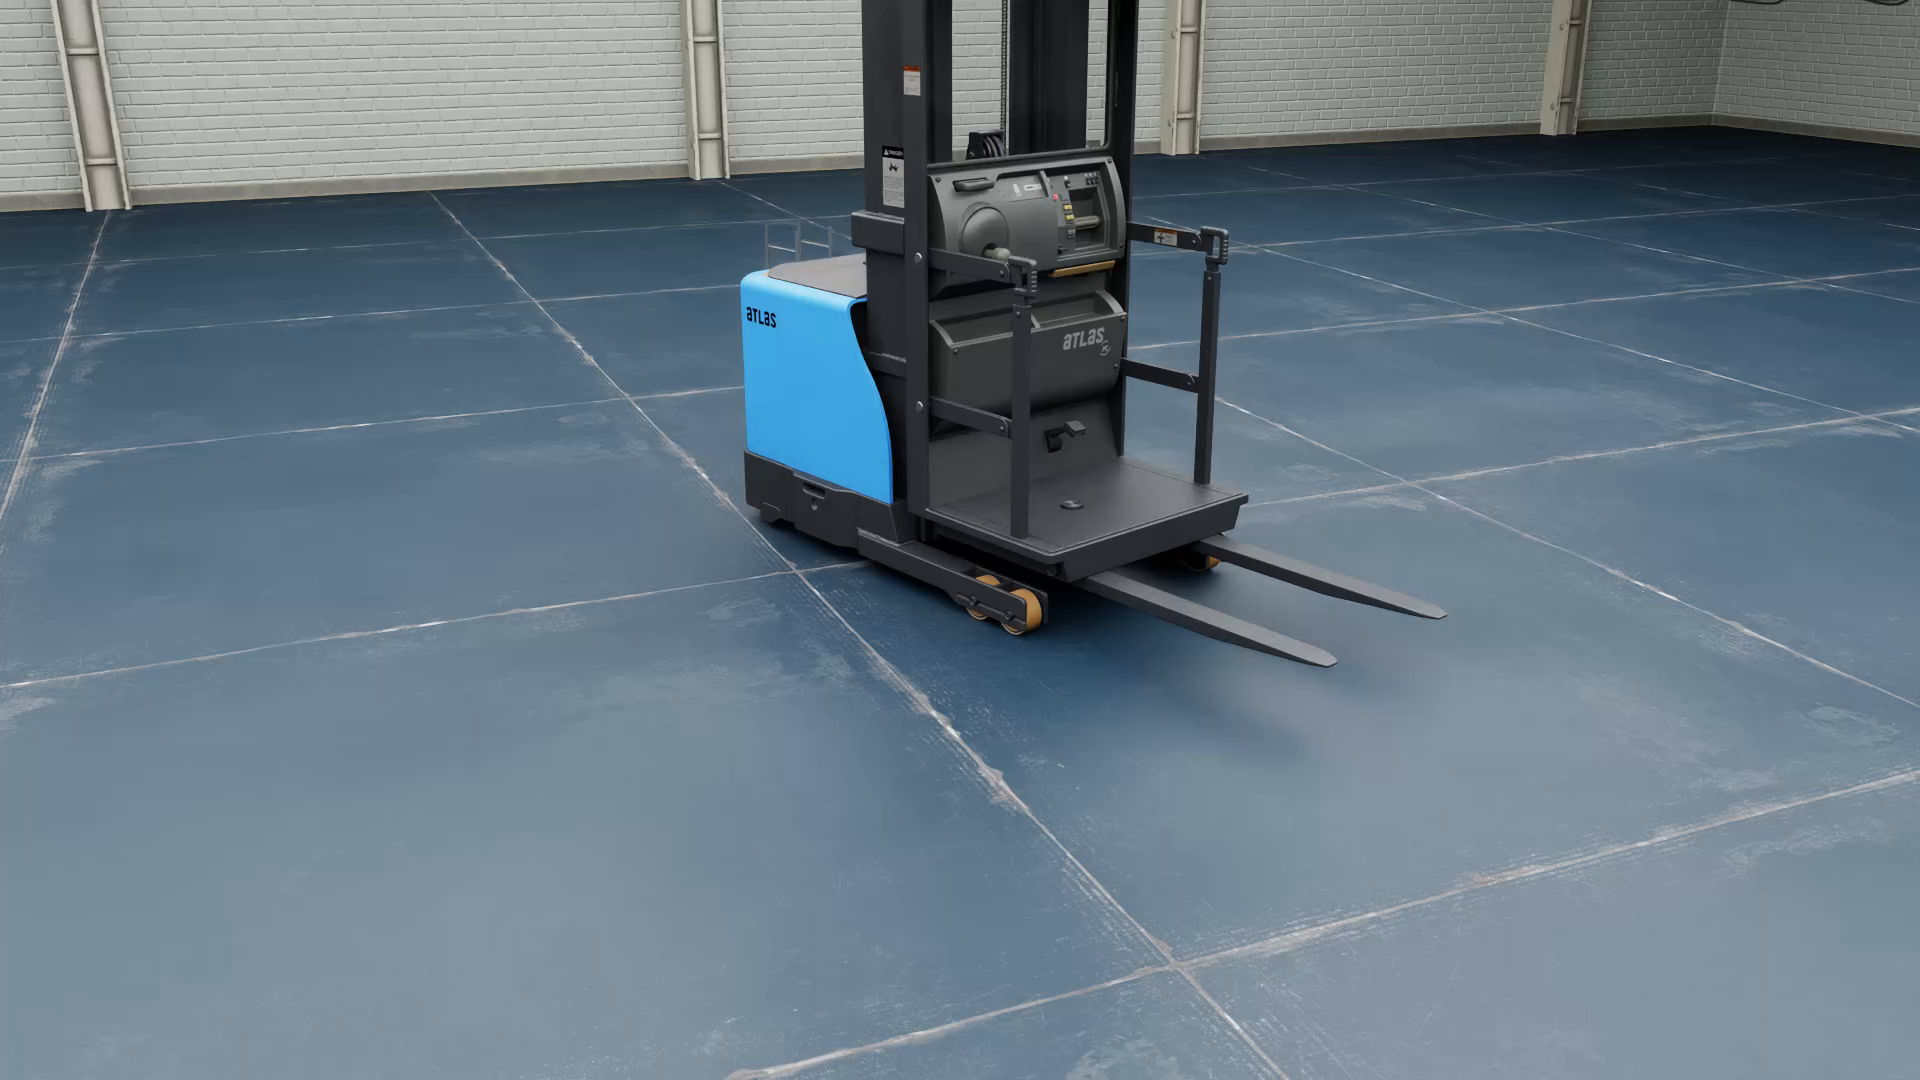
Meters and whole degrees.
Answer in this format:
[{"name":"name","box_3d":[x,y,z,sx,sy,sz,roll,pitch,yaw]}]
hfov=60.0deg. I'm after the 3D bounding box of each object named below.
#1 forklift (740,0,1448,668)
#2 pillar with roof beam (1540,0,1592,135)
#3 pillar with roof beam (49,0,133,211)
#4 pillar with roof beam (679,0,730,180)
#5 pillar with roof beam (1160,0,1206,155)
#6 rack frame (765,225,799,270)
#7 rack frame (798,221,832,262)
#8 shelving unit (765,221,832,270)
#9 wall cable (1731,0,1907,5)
[{"name":"forklift","box_3d":[0.409,-1.227,6.093,1.130,2.935,3.031,-16,25,-38]},{"name":"pillar with roof beam","box_3d":[9.942,-8.535,17.712,0.400,9.000,9.100,-8,21,-22]},{"name":"pillar with roof beam","box_3d":[-6.586,-6.167,10.987,0.400,9.000,9.100,-8,21,-22]},{"name":"pillar with roof beam","box_3d":[-1.076,-6.956,13.229,0.400,9.000,9.100,-8,21,-22]},{"name":"pillar with roof beam","box_3d":[4.433,-7.746,15.471,0.400,9.000,9.100,-8,21,-22]},{"name":"rack frame","box_3d":[-0.782,-0.798,7.481,0.006,1.200,0.240,-17,25,-39]},{"name":"rack frame","box_3d":[-0.647,-0.838,7.597,0.006,1.200,0.240,-17,25,-39]},{"name":"shelving unit","box_3d":[-0.715,-0.818,7.539,0.189,1.200,0.258,-17,25,-39]},{"name":"wall cable","box_3d":[11.466,-8.367,21.912,0.112,2.526,3.097,-8,21,-22]}]
